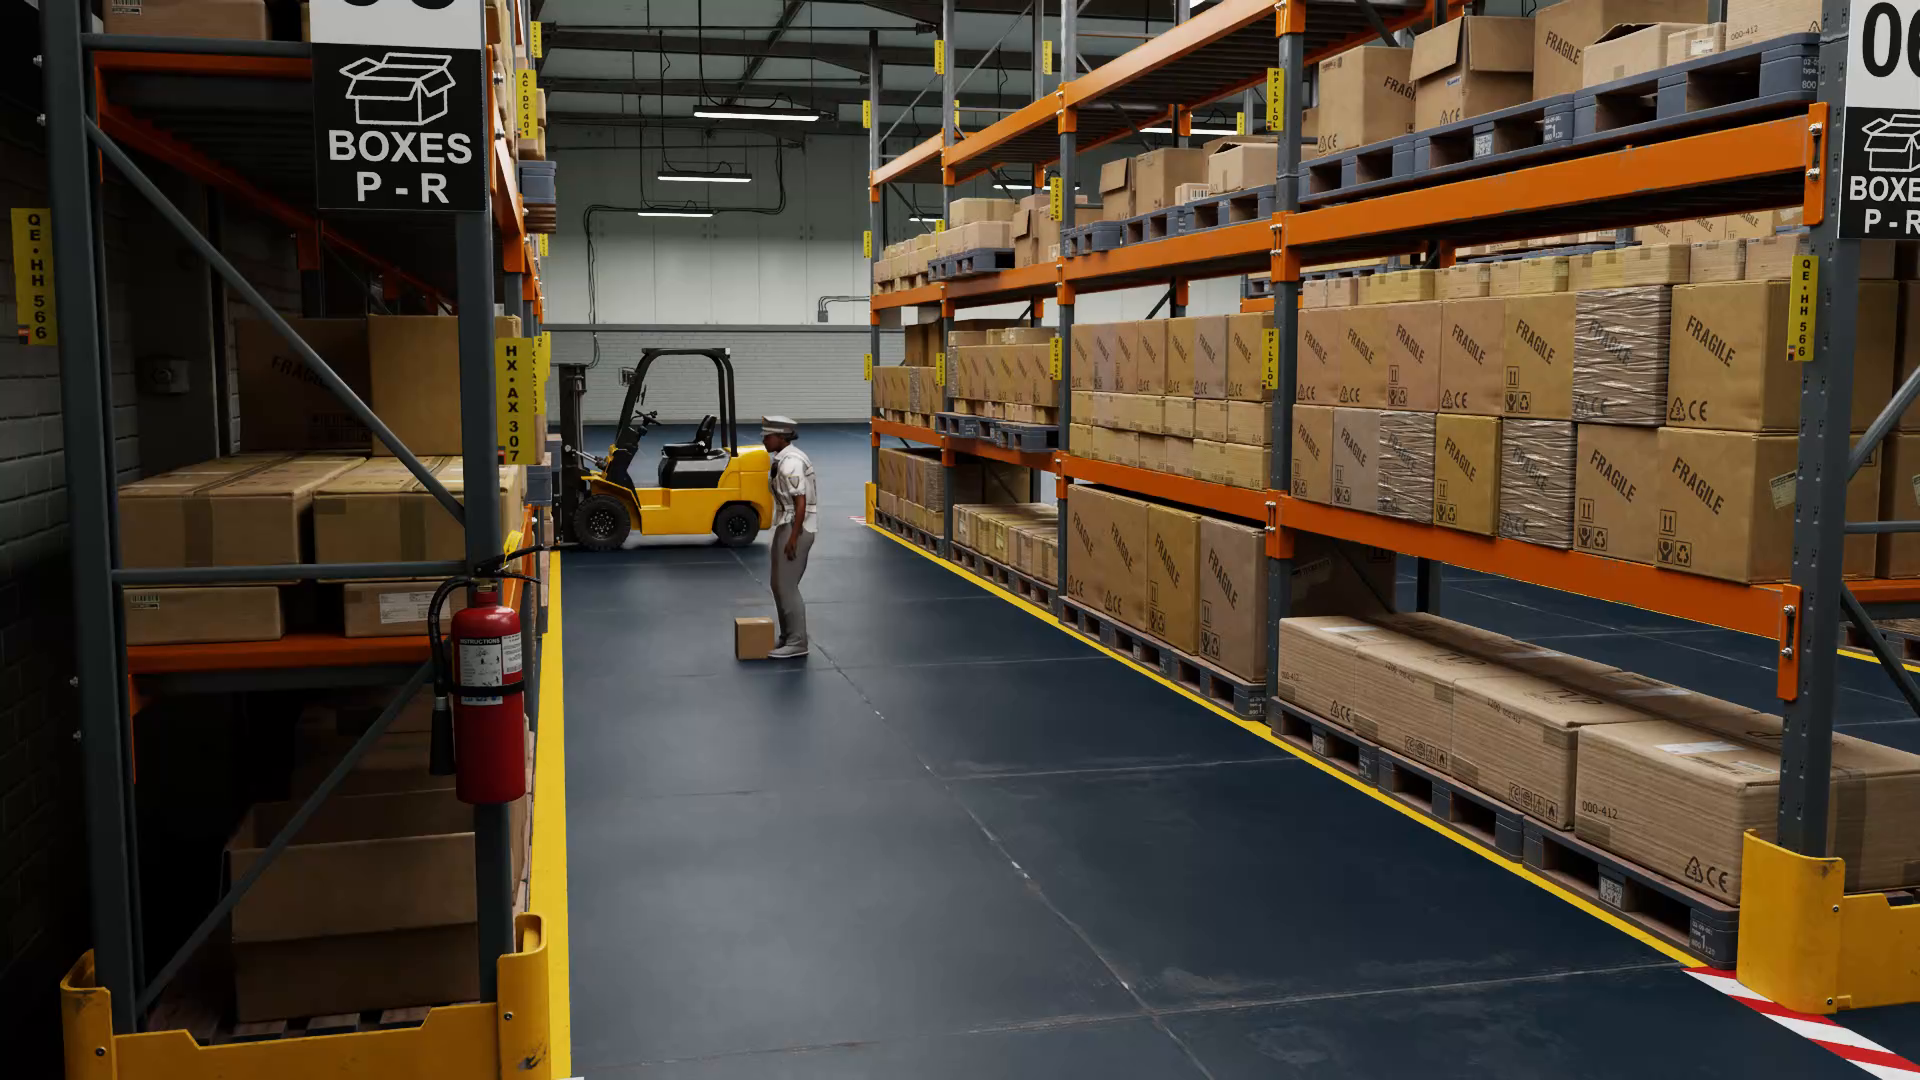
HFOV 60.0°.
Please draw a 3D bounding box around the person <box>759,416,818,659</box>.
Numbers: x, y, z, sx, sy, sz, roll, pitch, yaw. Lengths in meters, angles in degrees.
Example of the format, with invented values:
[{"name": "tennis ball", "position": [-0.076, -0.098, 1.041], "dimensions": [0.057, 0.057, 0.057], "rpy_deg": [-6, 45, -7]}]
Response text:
[{"name": "person", "position": [-1.189, -0.030, 11.460], "dimensions": [0.395, 1.658, 0.525], "rpy_deg": [-2, 7, -17]}]
